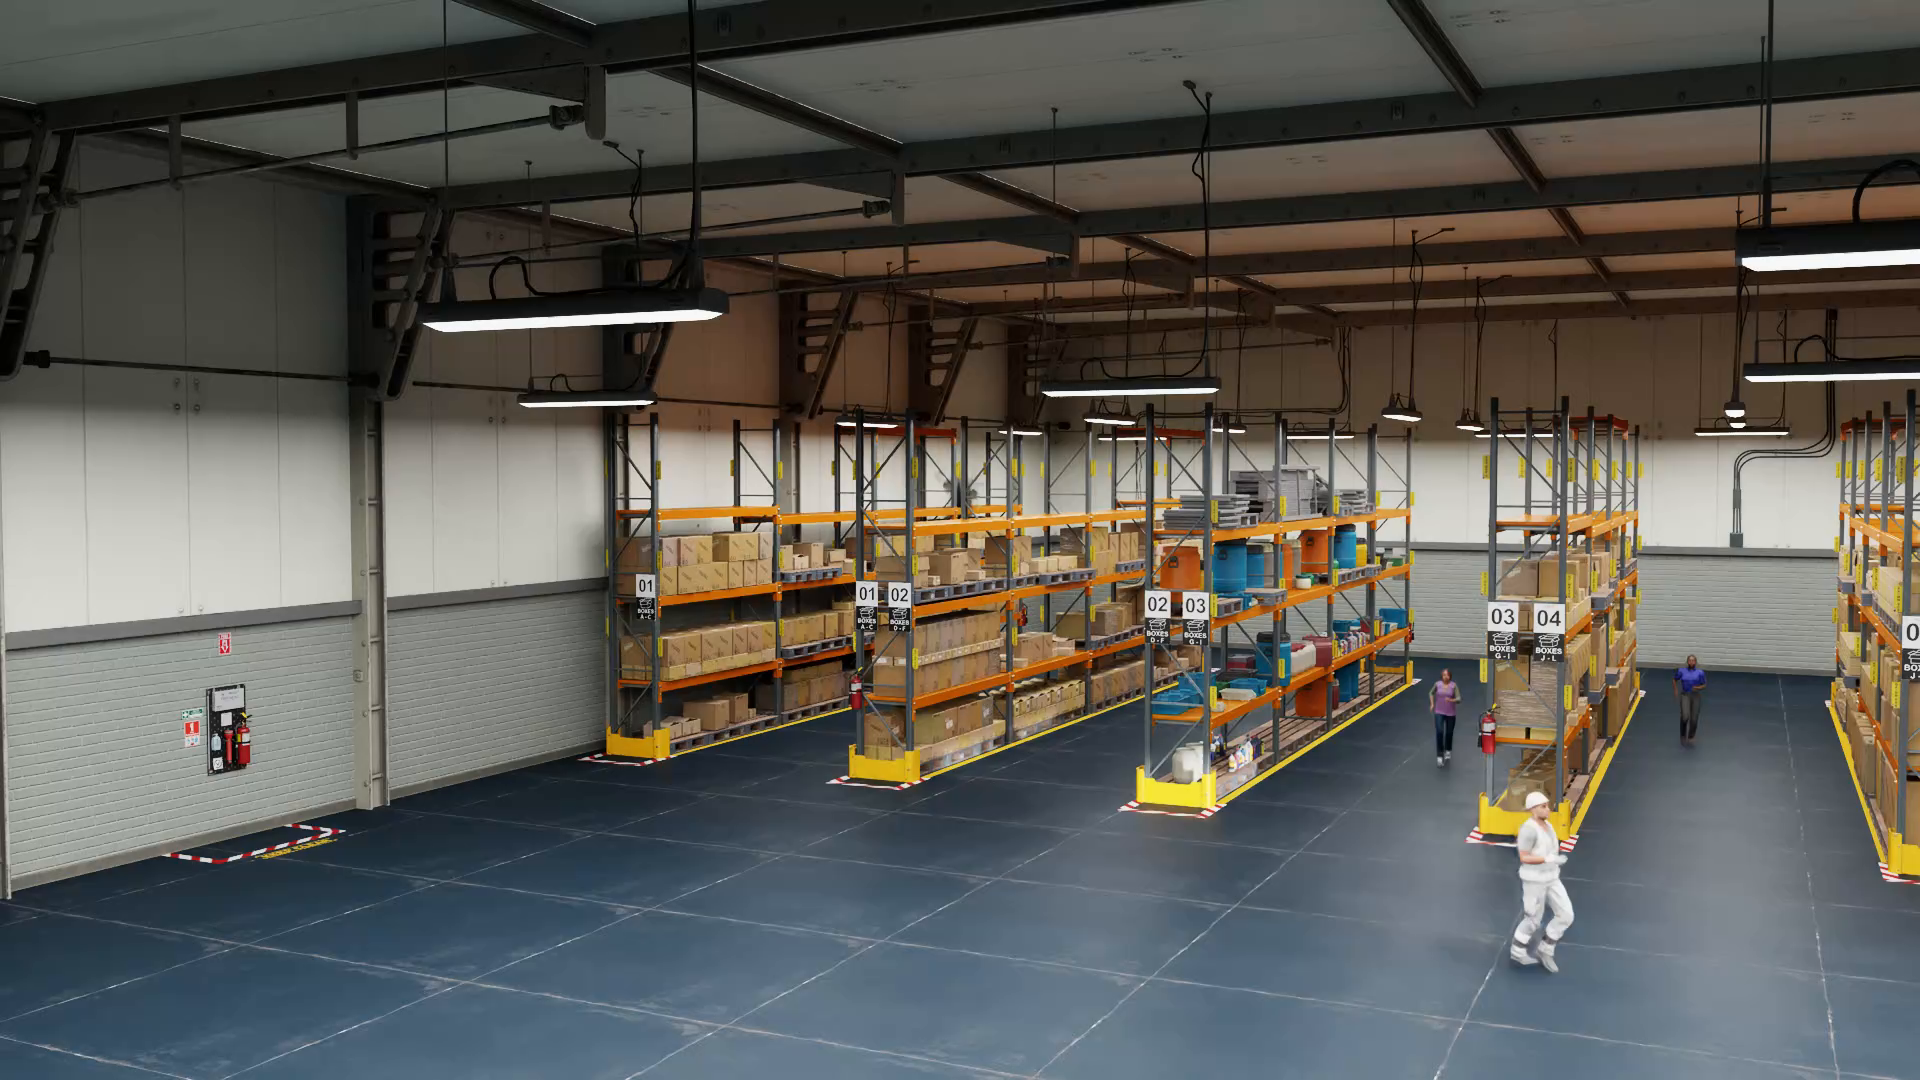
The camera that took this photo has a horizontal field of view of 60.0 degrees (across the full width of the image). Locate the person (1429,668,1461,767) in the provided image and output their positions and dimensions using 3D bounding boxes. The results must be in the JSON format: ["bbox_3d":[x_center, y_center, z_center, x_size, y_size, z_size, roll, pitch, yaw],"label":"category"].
[{"bbox_3d":[8.262,3.011,28.332,0.510,1.626,0.737,1,2,14],"label":"person"}]

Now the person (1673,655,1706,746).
[{"bbox_3d":[13.240,2.910,30.176,0.541,1.653,0.666,1,3,19],"label":"person"}]

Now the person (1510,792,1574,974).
[{"bbox_3d":[5.808,3.415,16.543,0.635,1.809,0.681,-2,3,-36],"label":"person"}]
